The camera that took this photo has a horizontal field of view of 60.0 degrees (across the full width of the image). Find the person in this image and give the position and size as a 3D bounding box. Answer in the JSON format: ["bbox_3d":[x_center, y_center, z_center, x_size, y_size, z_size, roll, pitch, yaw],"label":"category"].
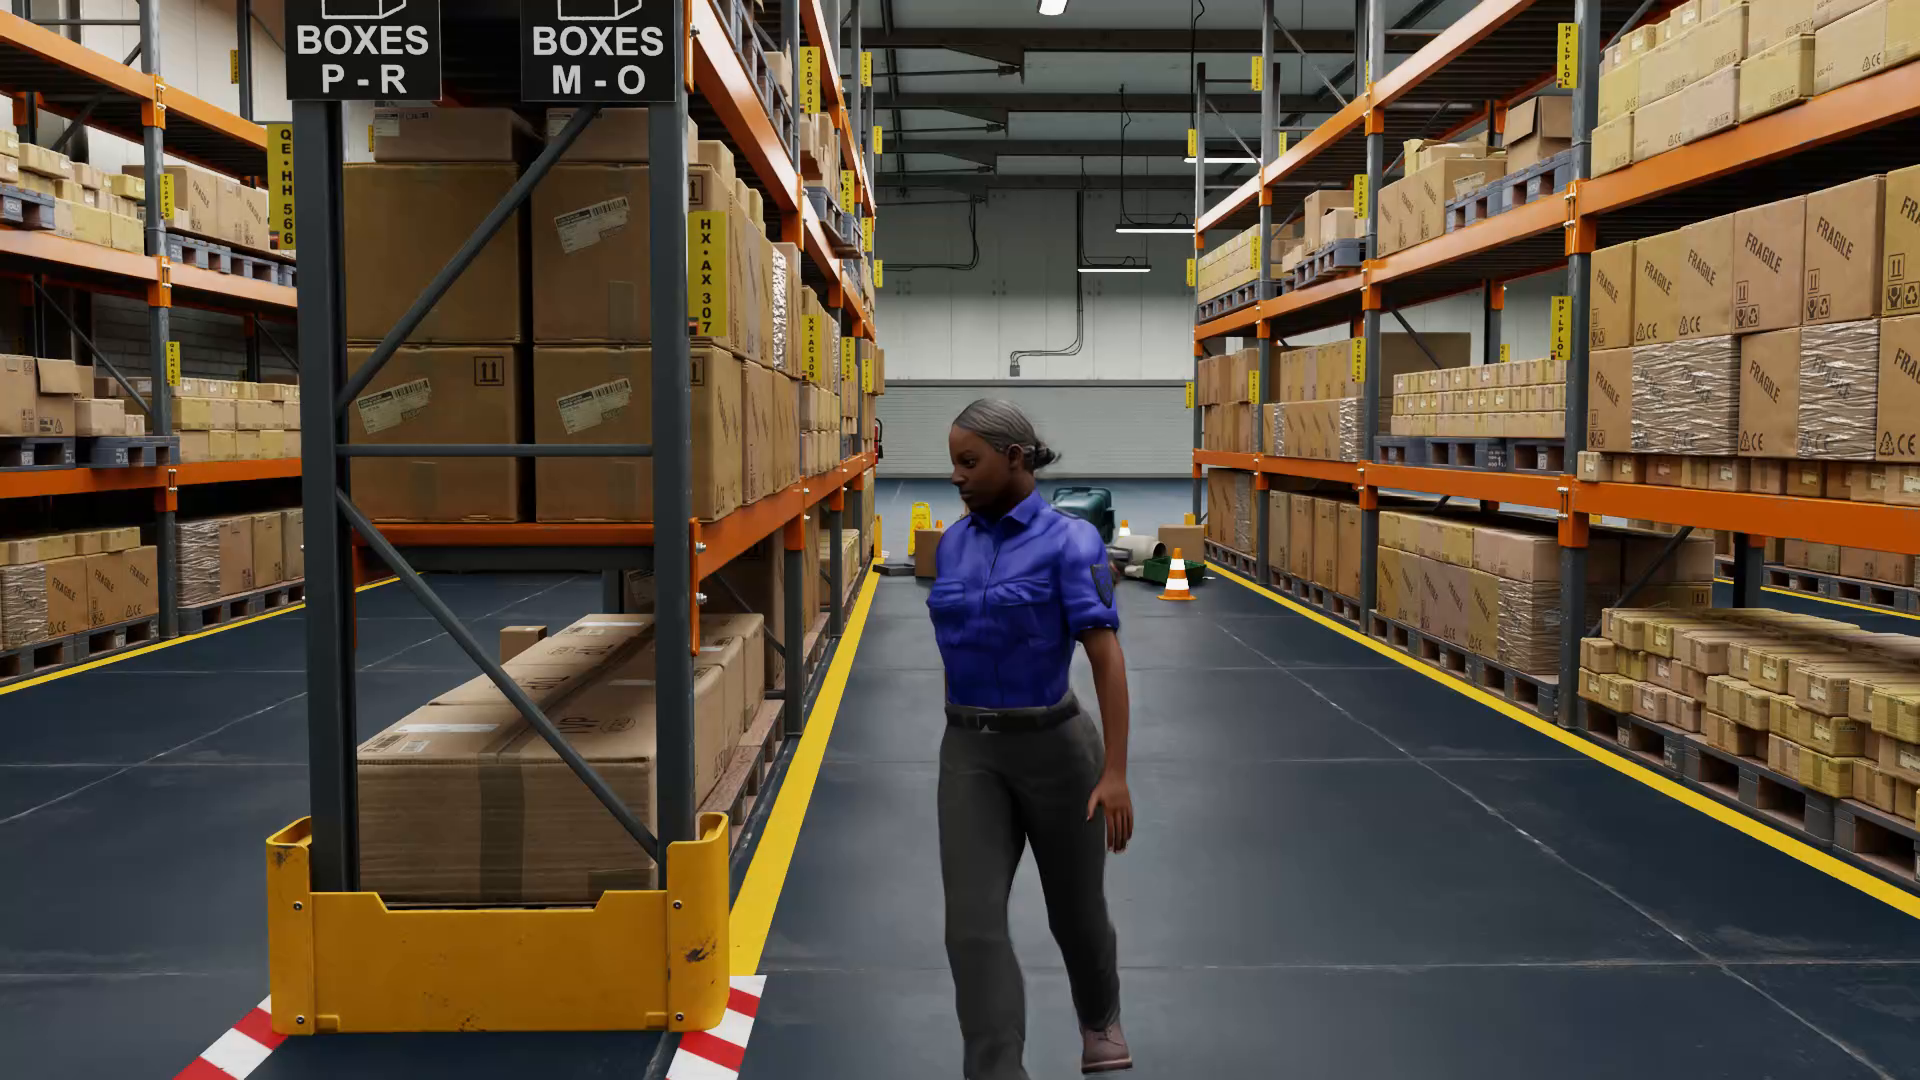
[{"bbox_3d":[0.176,0.497,3.660,0.549,1.618,0.865,2,4,25],"label":"person"}]
